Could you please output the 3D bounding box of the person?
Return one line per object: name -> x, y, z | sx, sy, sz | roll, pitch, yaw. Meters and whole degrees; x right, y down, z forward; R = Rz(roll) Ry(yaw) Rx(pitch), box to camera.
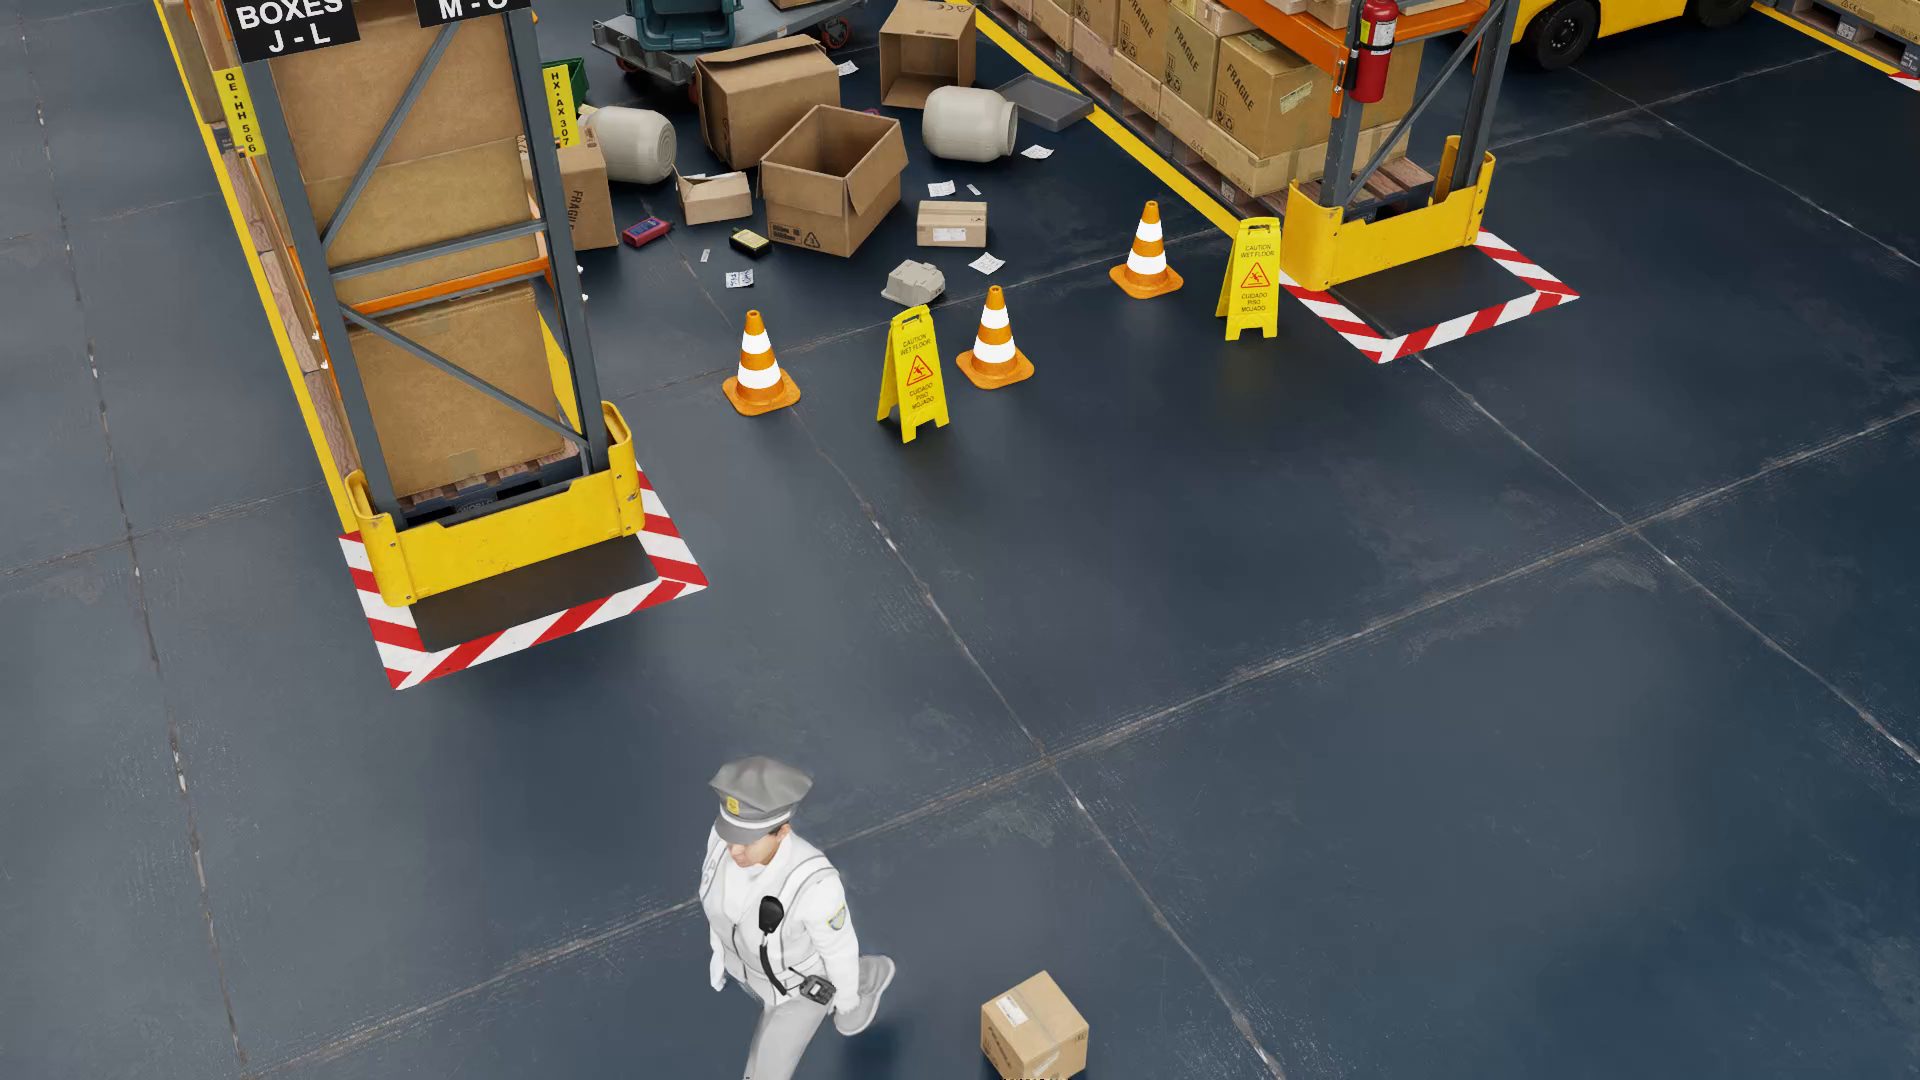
person -> -0.486, 1.187, 4.793 | 0.473, 1.646, 0.938 | 32, 50, 31
